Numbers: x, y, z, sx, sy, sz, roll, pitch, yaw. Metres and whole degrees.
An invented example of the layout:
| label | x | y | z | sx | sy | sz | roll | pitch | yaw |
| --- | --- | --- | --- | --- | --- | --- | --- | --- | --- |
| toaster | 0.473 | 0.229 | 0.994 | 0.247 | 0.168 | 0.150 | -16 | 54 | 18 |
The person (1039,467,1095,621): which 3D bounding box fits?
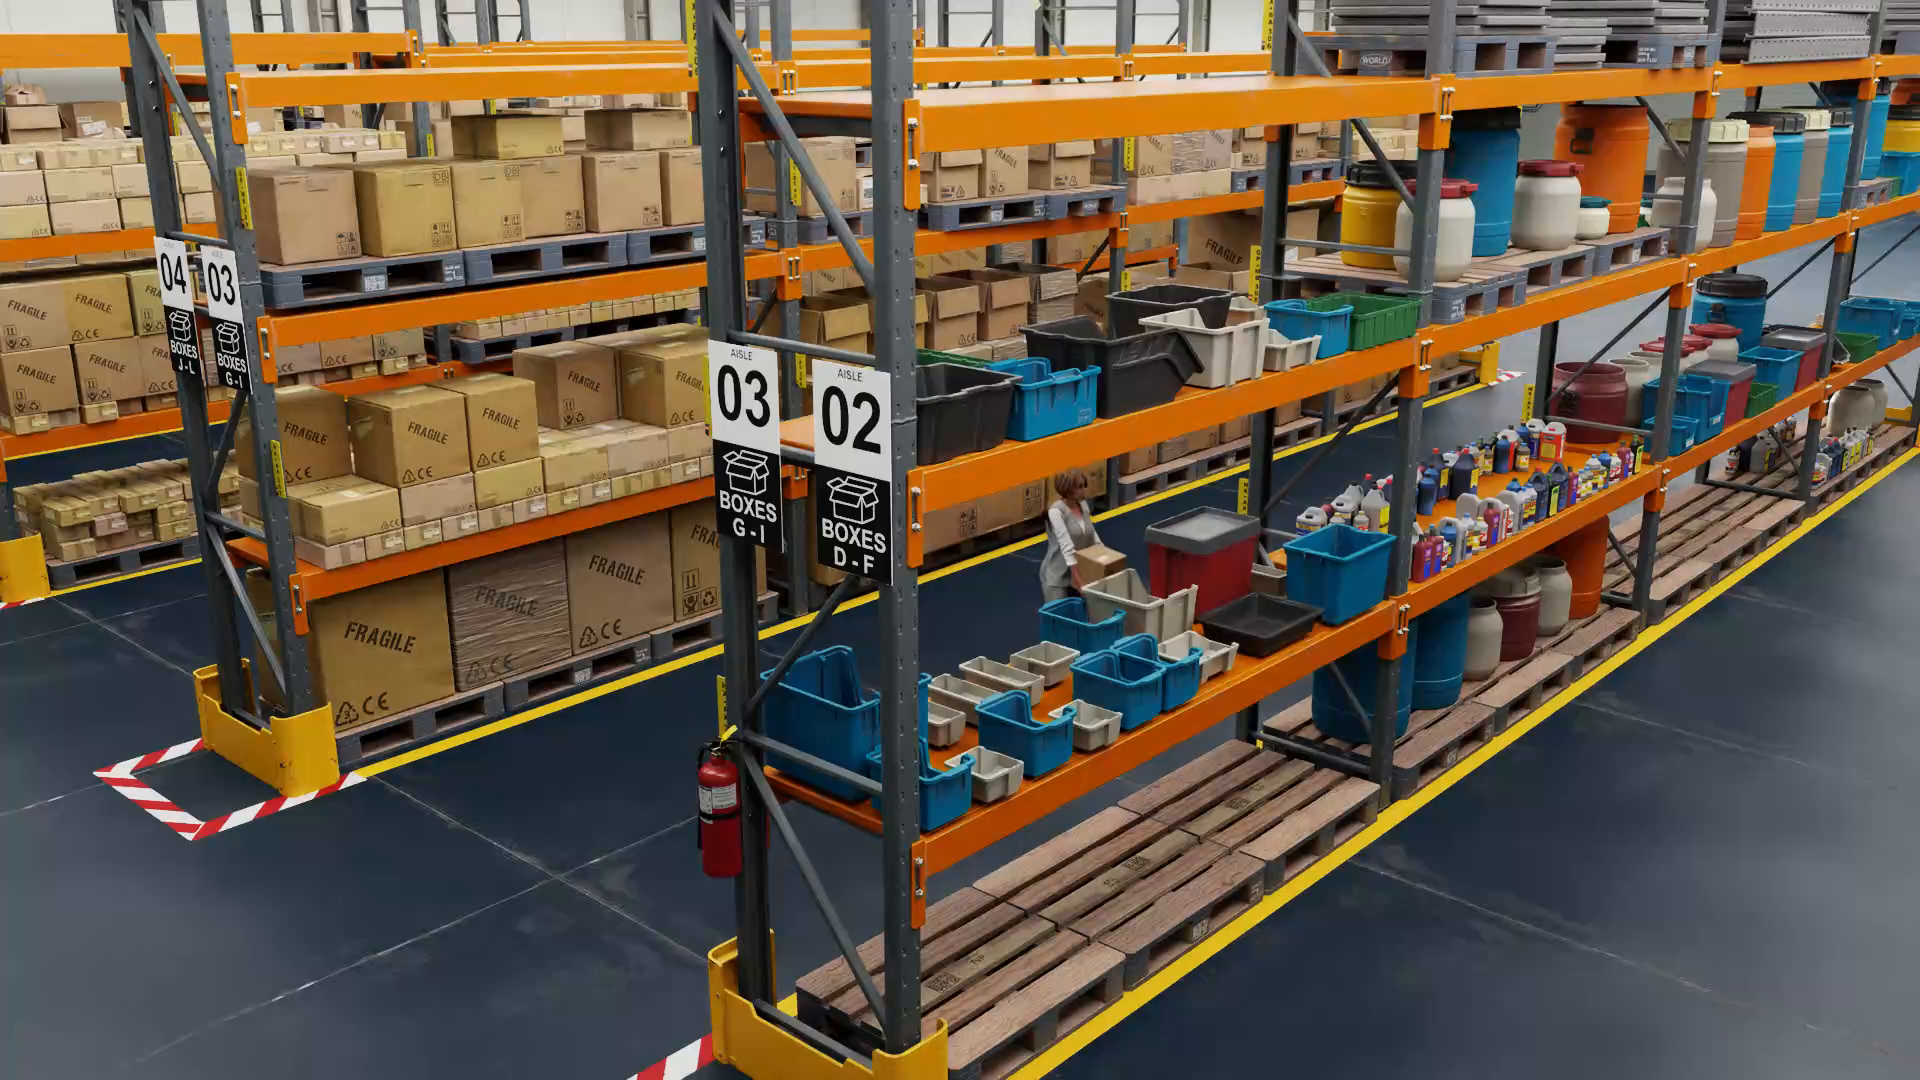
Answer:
| label | x | y | z | sx | sy | sz | roll | pitch | yaw |
| --- | --- | --- | --- | --- | --- | --- | --- | --- | --- |
| person | 0.719 | 0.285 | 11.168 | 0.348 | 1.580 | 0.470 | 14 | 22 | 37 |
